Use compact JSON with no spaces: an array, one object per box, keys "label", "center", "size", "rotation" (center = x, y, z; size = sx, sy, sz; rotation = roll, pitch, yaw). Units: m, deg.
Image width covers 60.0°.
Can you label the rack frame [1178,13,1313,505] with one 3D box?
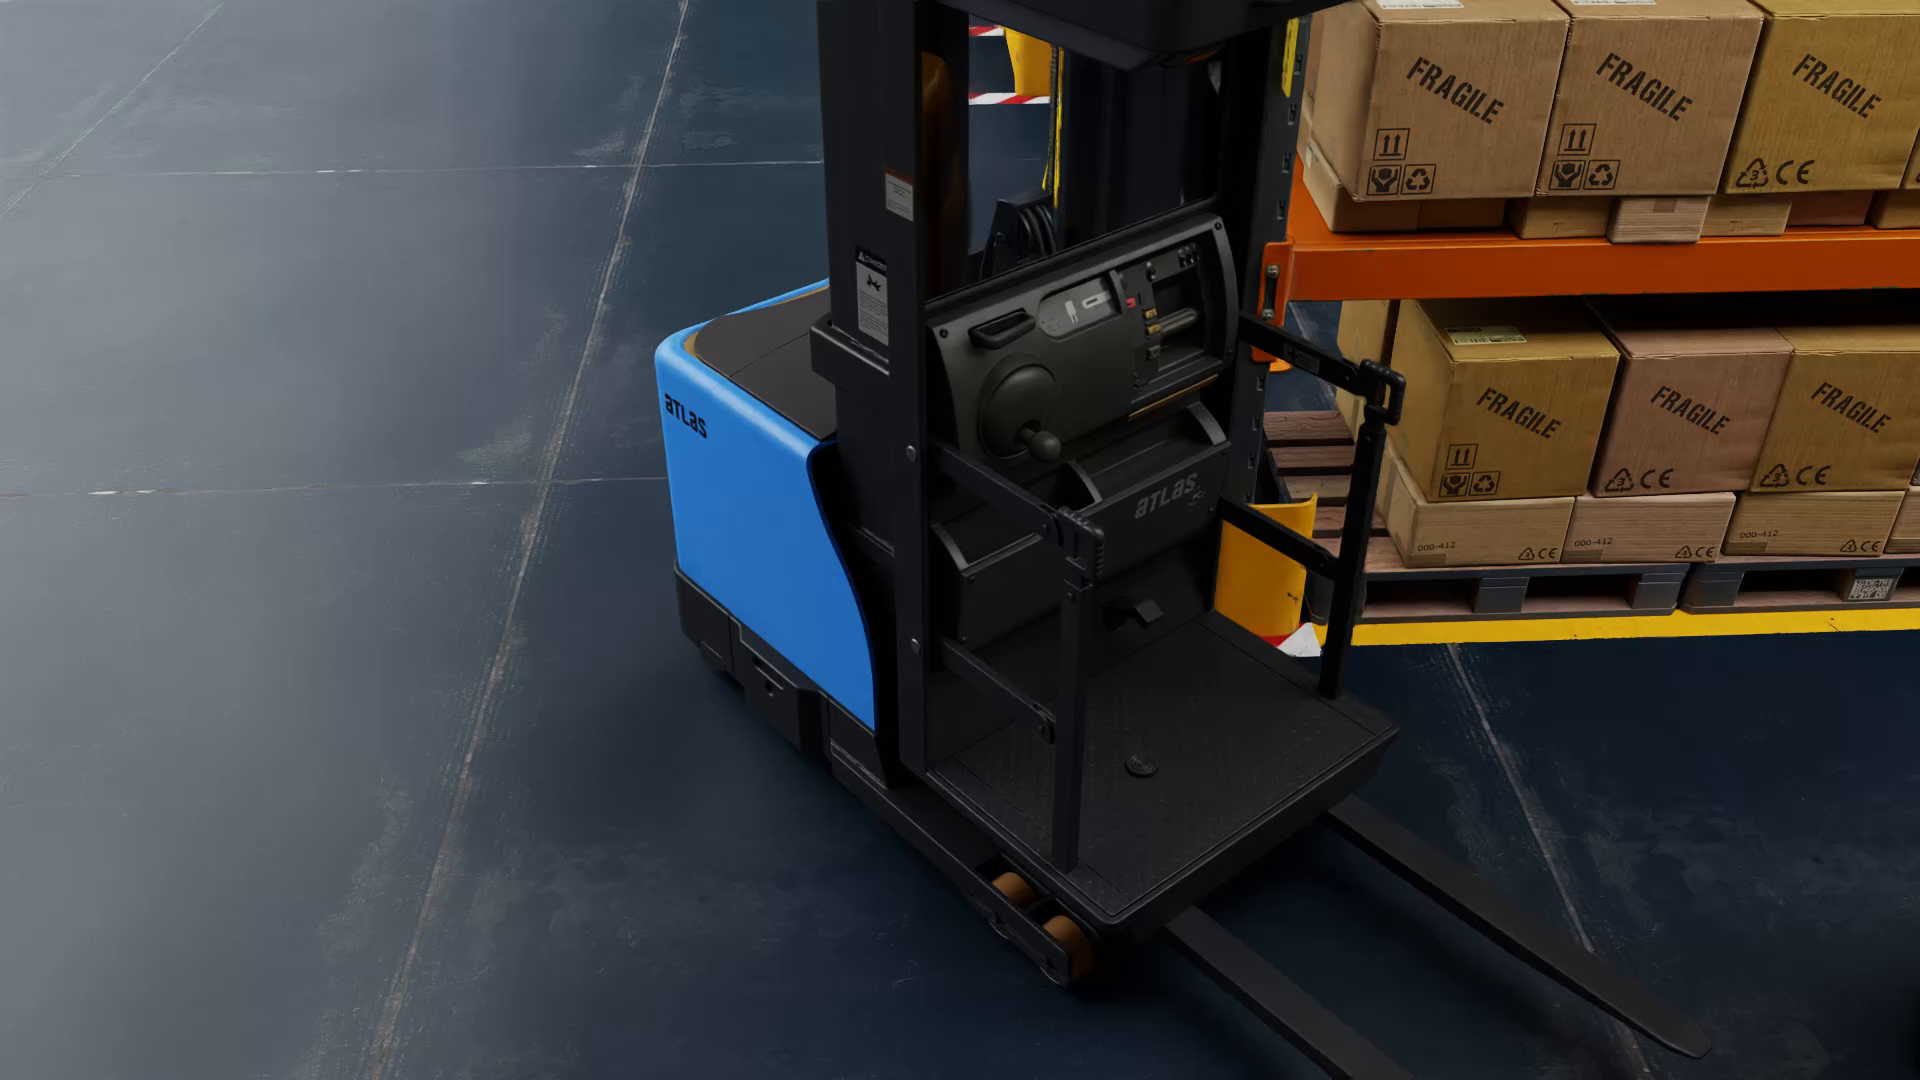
[{"label":"rack frame","center":[0.819,-1.254,4.926],"size":[0.127,3.000,1.000],"rotation":[-2,35,-2]}]

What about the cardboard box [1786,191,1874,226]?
[{"label":"cardboard box","center":[2.462,-1.066,4.875],"size":[0.250,0.149,0.380],"rotation":[0,35,-1]}]

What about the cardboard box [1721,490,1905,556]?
[{"label":"cardboard box","center":[2.693,-0.192,5.438],"size":[0.500,0.250,0.500],"rotation":[1,35,1]}]

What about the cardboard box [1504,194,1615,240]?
[{"label":"cardboard box","center":[1.689,-1.018,4.806],"size":[0.250,0.149,0.380],"rotation":[-3,35,-4]}]

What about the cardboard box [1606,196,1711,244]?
[{"label":"cardboard box","center":[1.944,-0.999,4.778],"size":[0.250,0.149,0.380],"rotation":[-1,35,-1]}]

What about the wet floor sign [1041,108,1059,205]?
[{"label":"wet floor sign","center":[0.549,-1.970,8.030],"size":[0.232,0.644,0.267],"rotation":[-7,35,-10]}]

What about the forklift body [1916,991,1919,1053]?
[{"label":"forklift body","center":[2.866,0.829,2.663],"size":[1.214,2.155,2.313],"rotation":[-2,35,-2]}]

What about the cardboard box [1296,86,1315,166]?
[{"label":"cardboard box","center":[1.183,-1.282,5.187],"size":[0.250,0.149,0.380],"rotation":[0,35,-1]}]

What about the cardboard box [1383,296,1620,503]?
[{"label":"cardboard box","center":[1.662,-0.470,5.181],"size":[0.500,0.500,0.500],"rotation":[-3,35,-4]}]

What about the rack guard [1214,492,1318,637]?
[{"label":"rack guard","center":[0.895,-0.228,5.640],"size":[0.348,0.500,1.175],"rotation":[-2,35,-2]}]

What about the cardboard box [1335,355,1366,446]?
[{"label":"cardboard box","center":[1.638,-0.471,5.842],"size":[0.500,0.250,0.500],"rotation":[-2,35,-2]}]

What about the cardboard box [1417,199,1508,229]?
[{"label":"cardboard box","center":[1.420,-1.057,4.862],"size":[0.250,0.149,0.380],"rotation":[-1,35,-2]}]

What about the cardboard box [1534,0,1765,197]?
[{"label":"cardboard box","center":[1.823,-1.288,4.626],"size":[0.500,0.500,0.500],"rotation":[-1,35,-1]}]

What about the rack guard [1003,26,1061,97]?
[{"label":"rack guard","center":[0.460,-3.036,9.698],"size":[0.348,0.500,1.175],"rotation":[-2,35,-2]}]

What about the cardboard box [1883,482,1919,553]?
[{"label":"cardboard box","center":[3.197,-0.204,5.456],"size":[0.500,0.250,0.500],"rotation":[-1,35,-1]}]

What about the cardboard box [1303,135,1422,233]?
[{"label":"cardboard box","center":[1.168,-1.042,4.840],"size":[0.250,0.149,0.380],"rotation":[-1,35,-2]}]

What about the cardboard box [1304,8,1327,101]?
[{"label":"cardboard box","center":[1.348,-1.588,5.060],"size":[0.500,0.500,0.500],"rotation":[-2,35,-3]}]

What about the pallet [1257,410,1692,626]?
[{"label":"pallet","center":[1.708,-0.111,5.725],"size":[1.213,0.211,1.003],"rotation":[-2,35,-2]}]

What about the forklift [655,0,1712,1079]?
[{"label":"forklift","center":[0.455,-0.425,3.789],"size":[1.130,2.935,3.031],"rotation":[-26,42,-32]}]

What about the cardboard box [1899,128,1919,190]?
[{"label":"cardboard box","center":[2.839,-1.321,4.673],"size":[0.500,0.500,0.500],"rotation":[-2,35,-3]}]

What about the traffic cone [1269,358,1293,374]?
[{"label":"traffic cone","center":[1.188,-0.955,6.724],"size":[0.334,0.463,0.336],"rotation":[-2,35,-2]}]

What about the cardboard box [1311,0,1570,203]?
[{"label":"cardboard box","center":[1.305,-1.272,4.603],"size":[0.500,0.500,0.500],"rotation":[-2,35,-3]}]

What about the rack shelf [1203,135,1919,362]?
[{"label":"rack shelf","center":[2.817,-1.012,5.208],"size":[4.000,0.370,1.077],"rotation":[-2,35,-2]}]

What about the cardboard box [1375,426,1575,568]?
[{"label":"cardboard box","center":[1.638,-0.160,5.393],"size":[0.500,0.250,0.500],"rotation":[-2,35,-3]}]

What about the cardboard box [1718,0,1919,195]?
[{"label":"cardboard box","center":[2.332,-1.302,4.647],"size":[0.500,0.500,0.500],"rotation":[-2,35,-3]}]

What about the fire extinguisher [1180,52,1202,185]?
[{"label":"fire extinguisher","center":[0.683,-1.481,5.322],"size":[0.183,0.674,0.296],"rotation":[-2,35,-2]}]

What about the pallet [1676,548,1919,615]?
[{"label":"pallet","center":[2.924,-0.142,5.770],"size":[1.213,0.211,1.003],"rotation":[-2,35,-2]}]

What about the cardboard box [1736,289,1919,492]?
[{"label":"cardboard box","center":[2.685,-0.495,5.218],"size":[0.500,0.500,0.500],"rotation":[-1,35,-1]}]

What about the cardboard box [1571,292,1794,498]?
[{"label":"cardboard box","center":[2.184,-0.486,5.205],"size":[0.500,0.500,0.500],"rotation":[-3,35,-4]}]

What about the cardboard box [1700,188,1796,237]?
[{"label":"cardboard box","center":[2.201,-1.025,4.815],"size":[0.250,0.149,0.380],"rotation":[-1,35,-1]}]

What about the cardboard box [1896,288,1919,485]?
[{"label":"cardboard box","center":[3.219,-0.514,5.245],"size":[0.500,0.500,0.500],"rotation":[0,35,0]}]

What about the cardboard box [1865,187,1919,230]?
[{"label":"cardboard box","center":[2.727,-1.056,4.861],"size":[0.250,0.149,0.380],"rotation":[-2,35,-3]}]

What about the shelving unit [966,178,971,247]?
[{"label":"shelving unit","center":[-0.093,-0.614,5.583],"size":[0.189,1.200,0.258],"rotation":[11,36,15]}]

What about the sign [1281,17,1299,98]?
[{"label":"sign","center":[0.845,-1.301,4.234],"size":[0.005,0.325,0.100],"rotation":[-2,35,-2]}]

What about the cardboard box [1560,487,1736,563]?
[{"label":"cardboard box","center":[2.148,-0.170,5.407],"size":[0.500,0.250,0.500],"rotation":[0,35,-1]}]

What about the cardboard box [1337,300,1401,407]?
[{"label":"cardboard box","center":[1.607,-0.774,5.621],"size":[0.500,0.500,0.500],"rotation":[-1,35,-2]}]

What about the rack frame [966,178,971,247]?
[{"label":"rack frame","center":[-0.006,-0.598,5.559],"size":[0.006,1.200,0.240],"rotation":[11,36,15]}]
